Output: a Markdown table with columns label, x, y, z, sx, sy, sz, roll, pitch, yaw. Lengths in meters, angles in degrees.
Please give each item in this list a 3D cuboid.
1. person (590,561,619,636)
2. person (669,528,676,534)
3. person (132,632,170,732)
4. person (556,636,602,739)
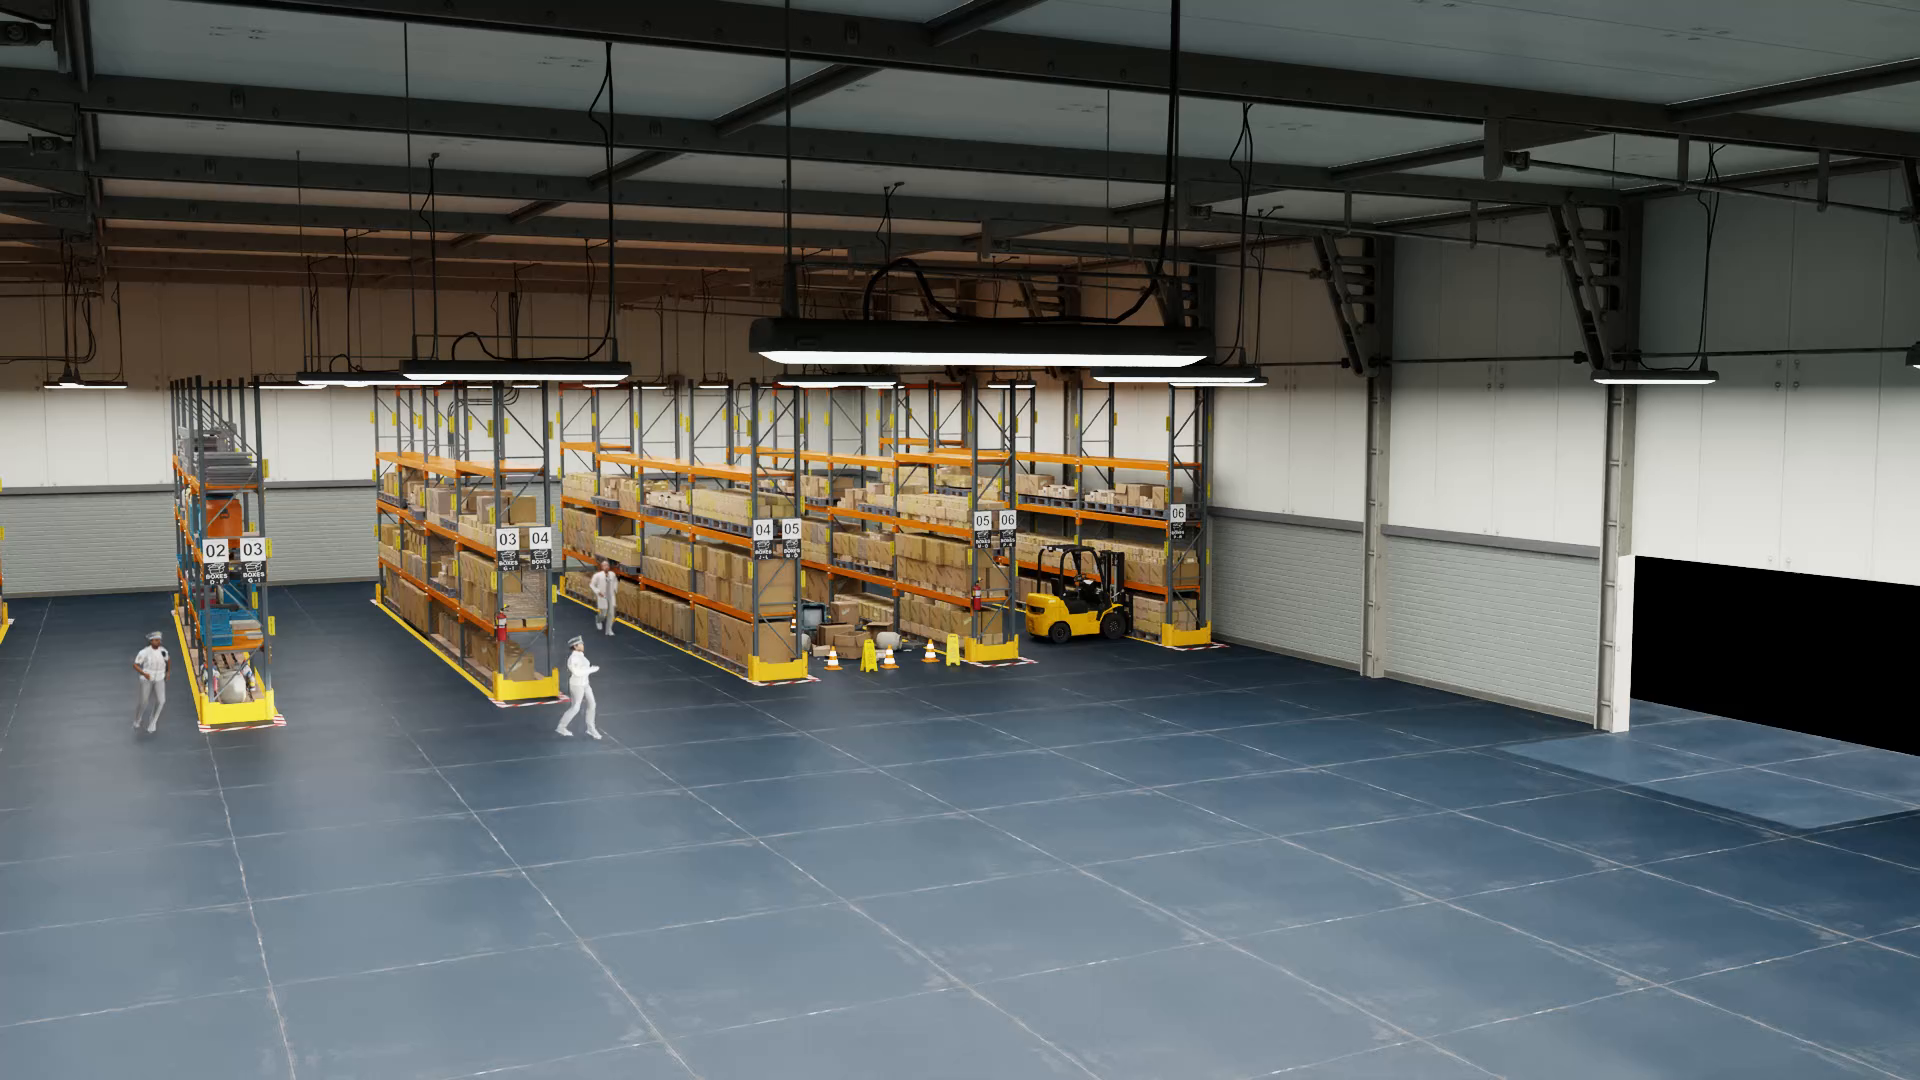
| label | x | y | z | sx | sy | sz | roll | pitch | yaw |
| --- | --- | --- | --- | --- | --- | --- | --- | --- | --- |
| person | -8.338 | 1.367 | 39.137 | 0.726 | 1.745 | 0.865 | -3 | 6 | -34 |
| person | -8.437 | 0.444 | 50.269 | 0.920 | 1.617 | 0.694 | -2 | 5 | -21 |
| person | -13.690 | 2.404 | 28.227 | 0.654 | 1.688 | 0.658 | -5 | 7 | -42 |
| person | -6.290 | 2.435 | 27.391 | 0.740 | 1.743 | 0.600 | 0 | 5 | 2 |
